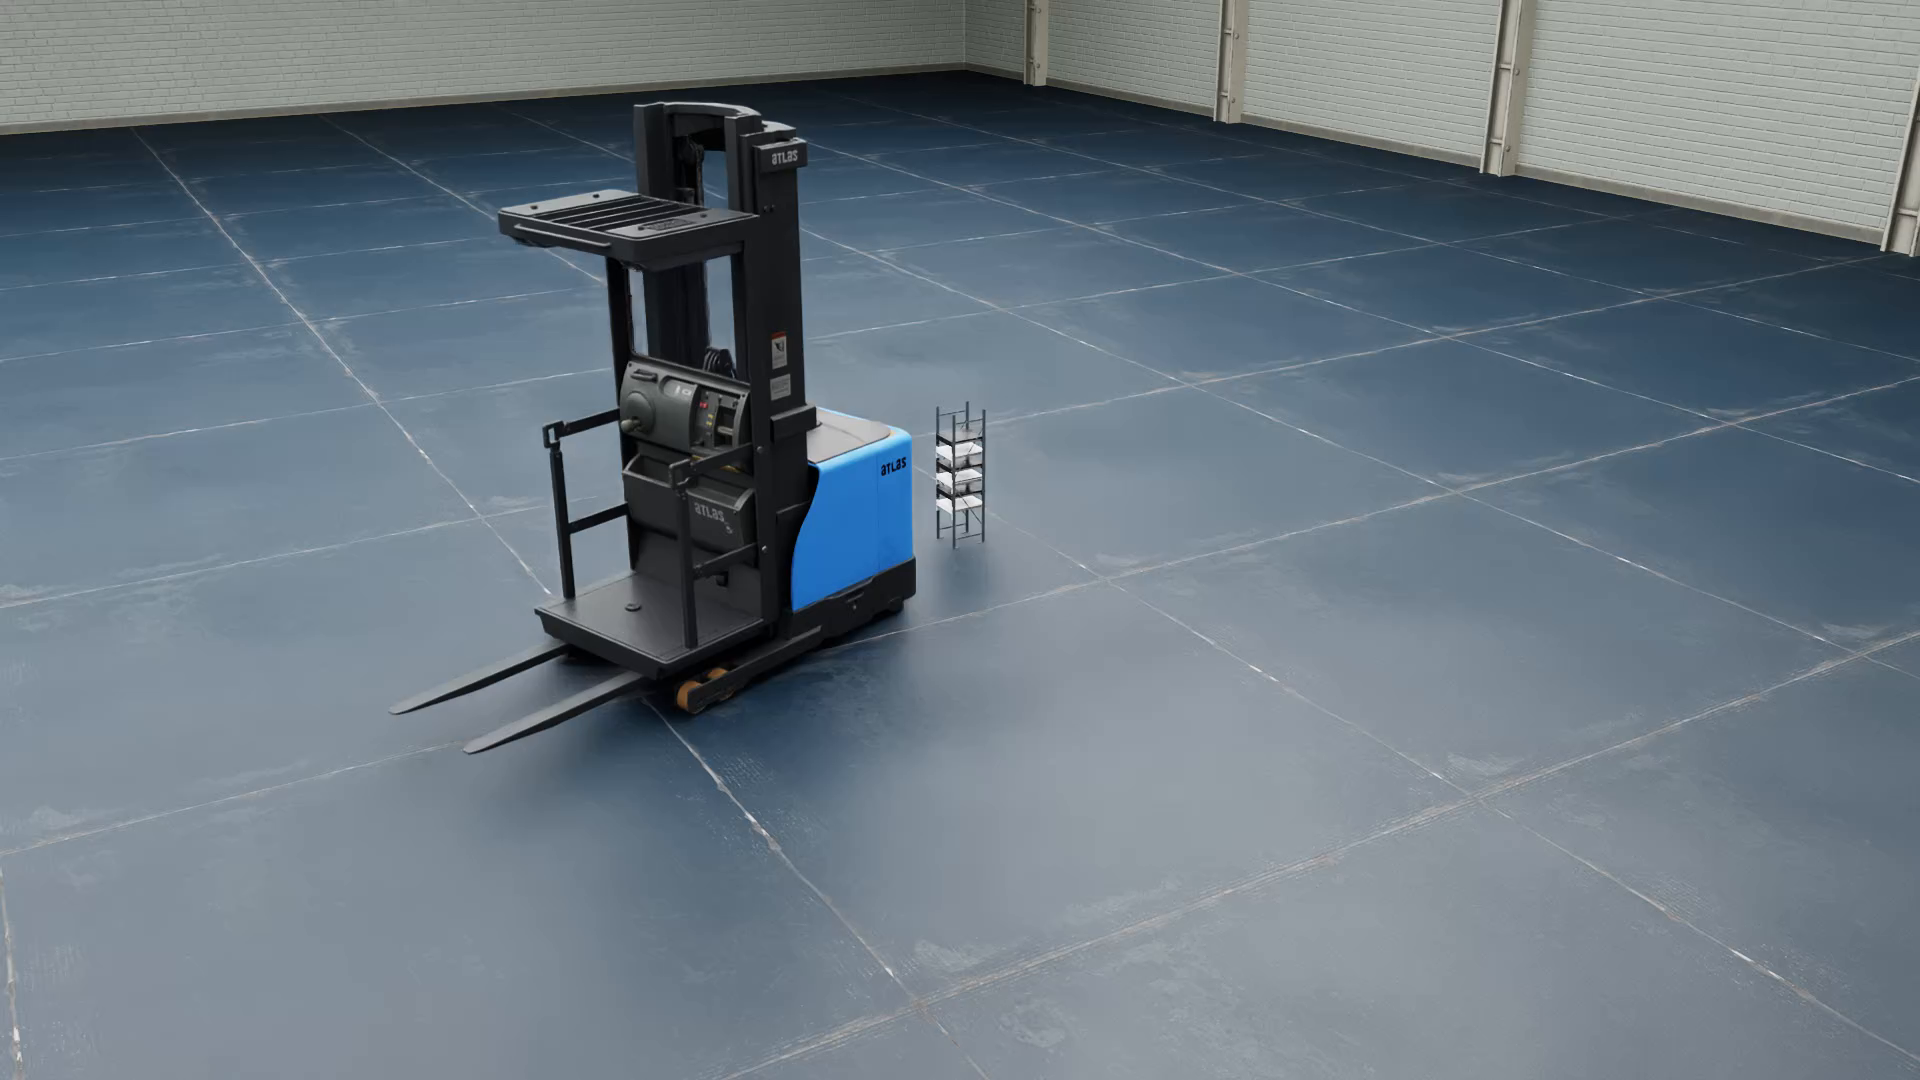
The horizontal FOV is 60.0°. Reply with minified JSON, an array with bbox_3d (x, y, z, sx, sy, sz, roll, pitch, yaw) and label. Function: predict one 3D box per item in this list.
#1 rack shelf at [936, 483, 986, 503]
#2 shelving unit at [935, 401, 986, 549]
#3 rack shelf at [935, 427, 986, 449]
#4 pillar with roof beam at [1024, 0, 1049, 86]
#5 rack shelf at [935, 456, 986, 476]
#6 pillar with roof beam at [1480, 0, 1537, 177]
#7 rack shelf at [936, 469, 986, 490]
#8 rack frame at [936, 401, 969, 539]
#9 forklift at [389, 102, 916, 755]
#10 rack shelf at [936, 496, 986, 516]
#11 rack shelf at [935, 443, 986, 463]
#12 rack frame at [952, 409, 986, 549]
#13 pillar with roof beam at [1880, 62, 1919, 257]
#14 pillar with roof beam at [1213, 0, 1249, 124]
[{"bbox_3d":[0.004,-0.300,10.682,0.258,0.077,0.200,-13,25,-28],"label":"rack shelf"},{"bbox_3d":[0.004,-0.414,10.636,0.258,0.900,0.210,-13,25,-28],"label":"shelving unit"},{"bbox_3d":[0.004,-0.633,10.546,0.258,0.077,0.200,-13,25,-28],"label":"rack shelf"},{"bbox_3d":[-2.197,-12.429,29.440,9.100,9.000,0.400,-13,25,-28],"label":"pillar with roof beam"},{"bbox_3d":[0.004,-0.467,10.614,0.258,0.077,0.200,-13,25,-28],"label":"rack shelf"},{"bbox_3d":[3.933,-8.545,19.883,9.100,9.000,0.400,-13,25,-28],"label":"pillar with roof beam"},{"bbox_3d":[0.004,-0.383,10.648,0.258,0.077,0.200,-13,25,-28],"label":"rack shelf"},{"bbox_3d":[-0.048,-0.447,10.717,0.240,0.900,0.006,-13,25,-28],"label":"rack frame"},{"bbox_3d":[-1.586,-0.672,8.573,1.130,2.935,3.031,17,28,36],"label":"forklift"},{"bbox_3d":[0.004,-0.217,10.716,0.258,0.077,0.200,-13,25,-28],"label":"rack shelf"},{"bbox_3d":[0.004,-0.550,10.580,0.258,0.077,0.200,-13,25,-28],"label":"rack shelf"},{"bbox_3d":[0.056,-0.381,10.555,0.240,0.900,0.006,-13,25,-28],"label":"rack frame"},{"bbox_3d":[6.998,-6.602,15.104,9.100,9.000,0.400,-13,25,-28],"label":"pillar with roof beam"},{"bbox_3d":[0.868,-10.487,24.661,9.100,9.000,0.400,-13,25,-28],"label":"pillar with roof beam"}]
